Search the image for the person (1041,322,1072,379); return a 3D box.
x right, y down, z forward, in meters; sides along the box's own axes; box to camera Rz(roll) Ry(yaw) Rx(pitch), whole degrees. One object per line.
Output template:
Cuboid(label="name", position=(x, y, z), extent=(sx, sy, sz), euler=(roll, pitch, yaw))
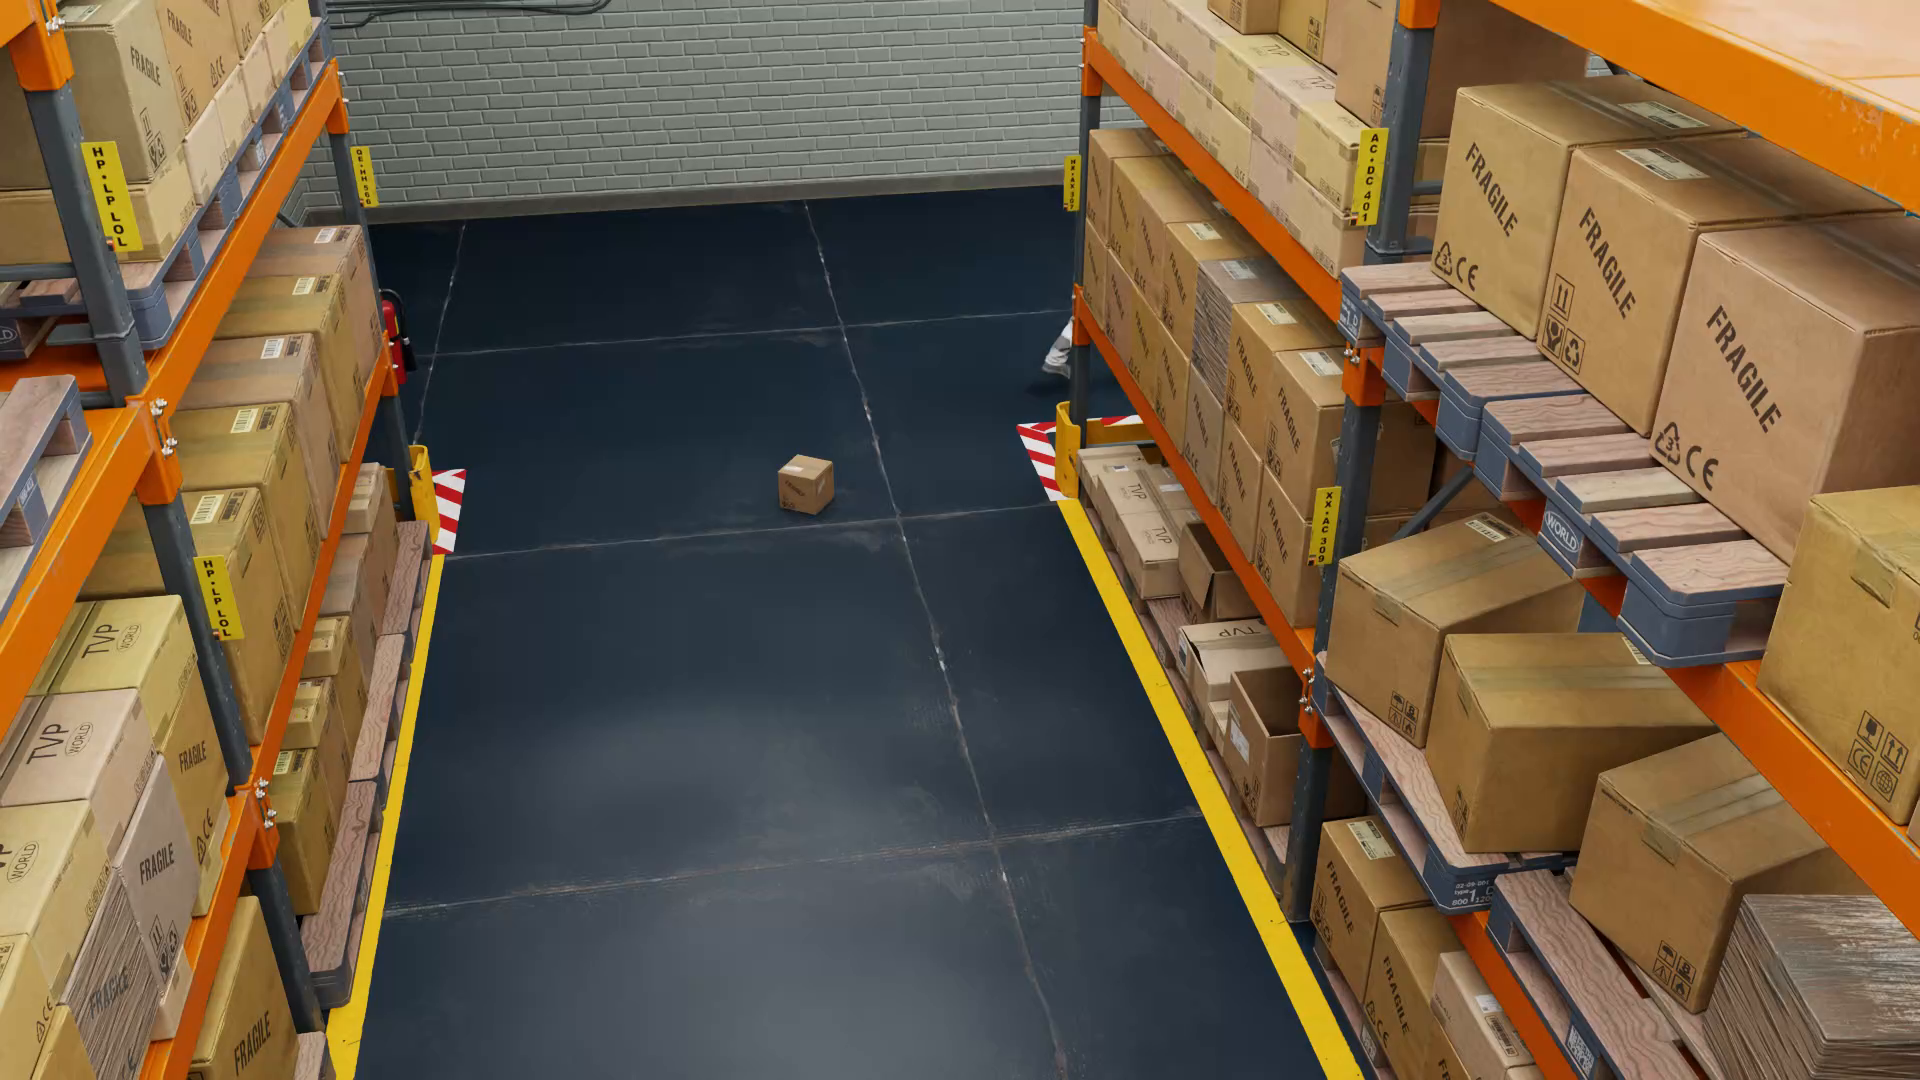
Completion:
Cuboid(label="person", position=(1.054, -1.862, 11.303), extent=(0.983, 1.749, 0.580), euler=(-11, 32, -18))
